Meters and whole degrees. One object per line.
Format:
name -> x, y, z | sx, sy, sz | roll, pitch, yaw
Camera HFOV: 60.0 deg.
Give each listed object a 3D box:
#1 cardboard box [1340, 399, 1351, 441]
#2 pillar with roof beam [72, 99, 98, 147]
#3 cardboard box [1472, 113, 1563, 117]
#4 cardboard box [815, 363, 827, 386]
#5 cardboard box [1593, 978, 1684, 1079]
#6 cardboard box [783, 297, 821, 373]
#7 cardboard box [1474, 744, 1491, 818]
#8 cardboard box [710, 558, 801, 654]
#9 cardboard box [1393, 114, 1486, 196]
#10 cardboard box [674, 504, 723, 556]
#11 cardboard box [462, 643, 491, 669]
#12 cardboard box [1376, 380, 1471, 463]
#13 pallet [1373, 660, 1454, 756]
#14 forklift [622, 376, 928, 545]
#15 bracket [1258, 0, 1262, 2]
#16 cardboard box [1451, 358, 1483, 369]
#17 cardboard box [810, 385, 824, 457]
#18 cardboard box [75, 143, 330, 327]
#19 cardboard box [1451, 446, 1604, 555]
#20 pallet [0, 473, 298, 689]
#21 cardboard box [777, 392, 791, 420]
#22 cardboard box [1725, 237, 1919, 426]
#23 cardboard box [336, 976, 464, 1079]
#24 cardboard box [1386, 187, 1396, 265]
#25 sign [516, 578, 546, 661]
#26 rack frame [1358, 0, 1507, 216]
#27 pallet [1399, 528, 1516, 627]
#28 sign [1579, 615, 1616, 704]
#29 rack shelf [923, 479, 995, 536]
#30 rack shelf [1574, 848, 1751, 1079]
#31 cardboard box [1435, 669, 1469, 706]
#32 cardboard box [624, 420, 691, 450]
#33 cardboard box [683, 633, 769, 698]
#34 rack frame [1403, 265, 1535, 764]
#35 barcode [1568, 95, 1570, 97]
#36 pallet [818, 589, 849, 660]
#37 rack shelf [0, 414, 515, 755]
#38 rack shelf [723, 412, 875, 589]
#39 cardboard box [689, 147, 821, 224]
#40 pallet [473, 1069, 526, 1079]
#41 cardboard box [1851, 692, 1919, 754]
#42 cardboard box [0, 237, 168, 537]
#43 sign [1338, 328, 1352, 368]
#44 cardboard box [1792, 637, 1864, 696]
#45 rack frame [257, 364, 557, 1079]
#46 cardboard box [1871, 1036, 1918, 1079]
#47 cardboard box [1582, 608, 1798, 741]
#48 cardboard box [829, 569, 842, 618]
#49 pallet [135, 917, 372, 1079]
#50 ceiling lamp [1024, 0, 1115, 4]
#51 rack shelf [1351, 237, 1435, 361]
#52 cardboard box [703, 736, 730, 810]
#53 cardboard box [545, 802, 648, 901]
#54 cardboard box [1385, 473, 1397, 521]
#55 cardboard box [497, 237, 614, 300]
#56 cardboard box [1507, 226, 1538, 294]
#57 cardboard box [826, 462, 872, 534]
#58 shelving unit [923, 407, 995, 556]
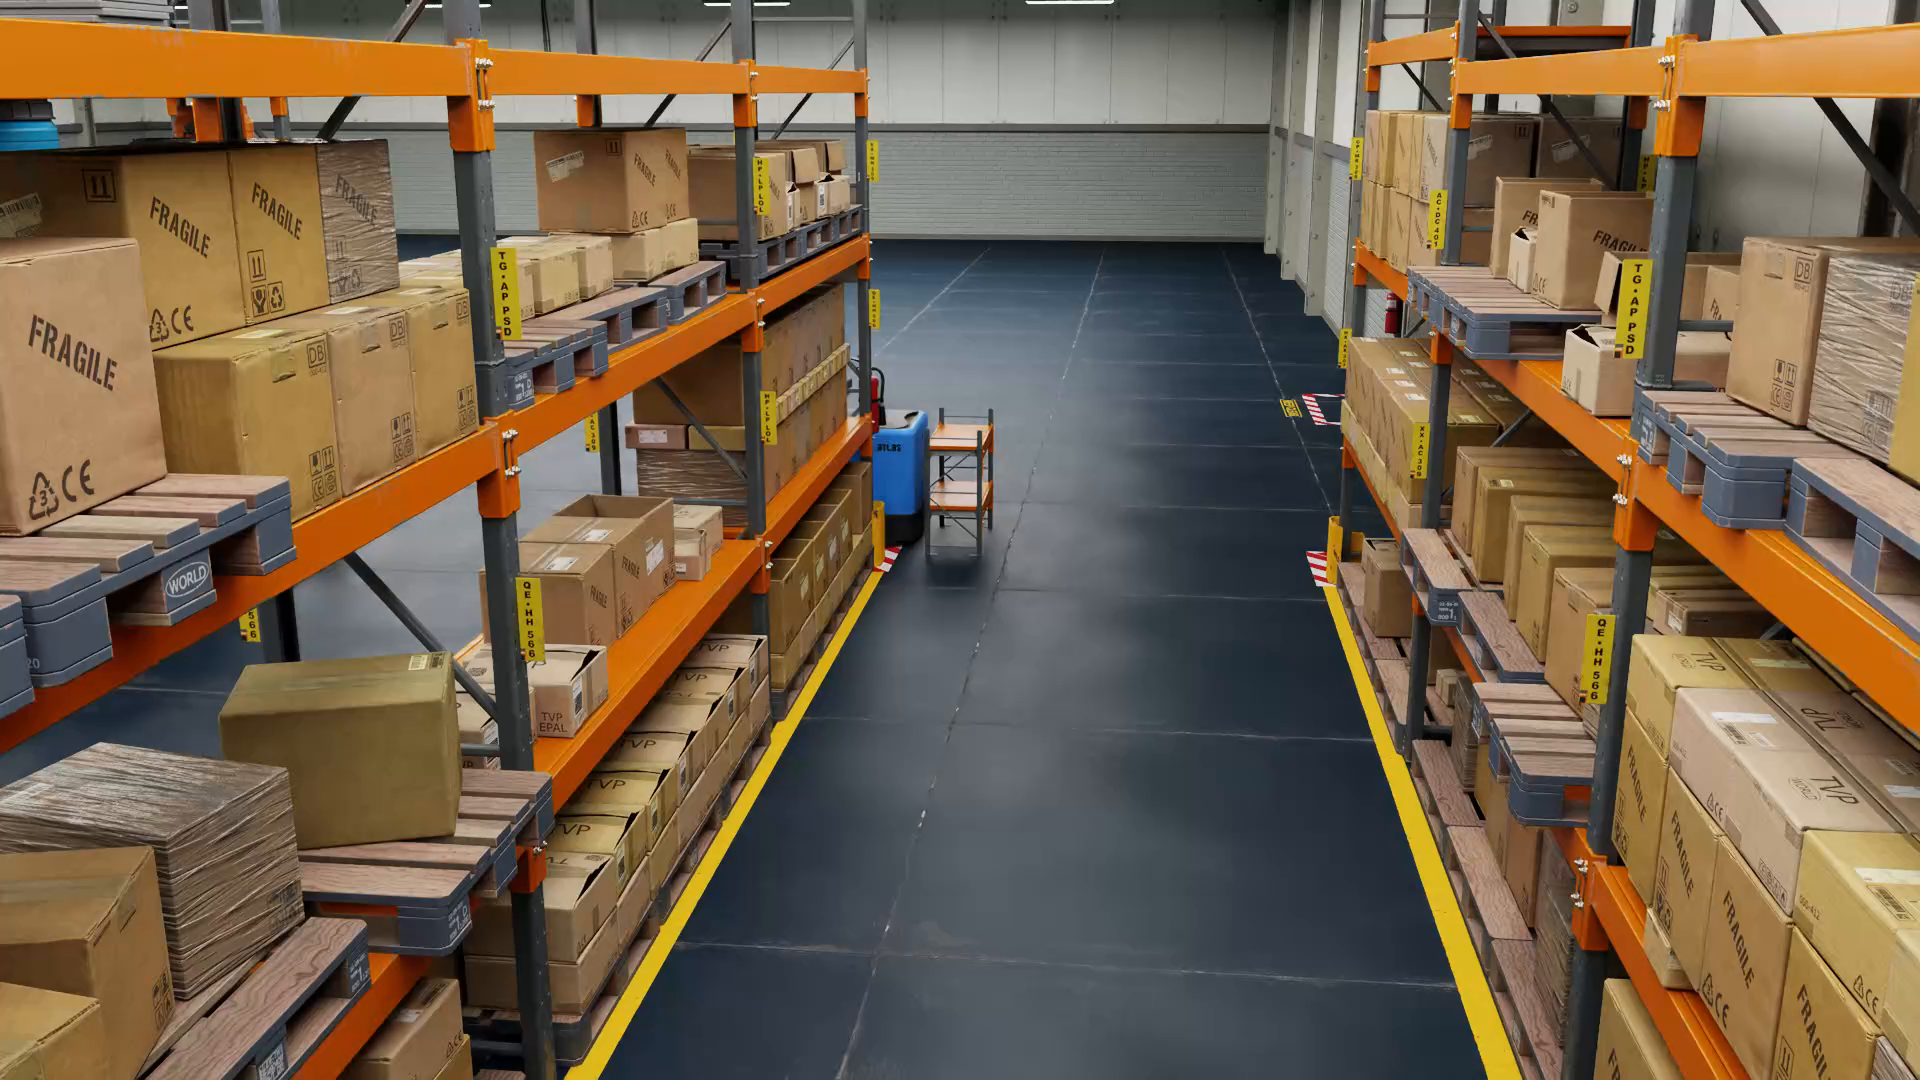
cardboard box -> 3.300, -0.943, 13.153 | 0.500, 0.250, 0.500 | 1, 15, 5
pillar with roof beam -> -19.185, -12.394, 43.758 | 9.100, 9.000, 0.548 | 2, 15, 6
cardboard box -> 3.689, -2.593, 11.113 | 0.500, 0.500, 0.500 | 2, 15, 6
cardboard box -> -1.223, -1.257, 12.631 | 0.380, 0.149, 0.250 | 2, 15, 8
cardboard box -> 2.554, 1.974, 5.430 | 0.750, 0.750, 0.750 | 1, 15, 6
cardboard box -> -1.433, -1.541, 12.437 | 0.700, 0.500, 0.500 | 2, 15, 6
cardboard box -> 3.144, 1.236, 8.792 | 0.700, 0.500, 0.500 | 1, 15, 5
cardboard box -> -1.340, 0.421, 10.885 | 0.500, 0.500, 0.500 | 2, 15, 6
cardboard box -> 3.106, -2.490, 10.734 | 0.500, 0.500, 0.500 | 1, 15, 4
cardboard box -> -1.716, -0.029, 9.811 | 0.500, 0.250, 0.500 | 3, 15, 10
cardboard box -> -2.067, 0.596, 7.694 | 0.380, 0.149, 0.250 | 3, 15, 10
cardboard box -> 3.083, -0.777, 11.100 | 0.500, 0.500, 0.500 | 1, 15, 5
pallet -> 3.260, 1.085, 10.744 | 1.003, 0.211, 1.213 | 2, 15, 6
forklift -> -1.842, -1.512, 15.138 | 3.031, 2.935, 1.130 | 2, 15, 6
bracket -> 7.798, -14.063, 43.035 | 0.235, 0.232, 0.430 | 2, 15, 6
cardboard box -> 3.708, -1.029, 12.035 | 0.500, 0.500, 0.500 | 1, 15, 5
cardboard box -> -1.434, -0.931, 12.666 | 0.700, 0.500, 0.500 | 2, 15, 7
cardboard box -> -2.268, -0.927, 4.990 | 0.500, 0.500, 0.500 | 2, 15, 6
cardboard box -> 3.128, -0.215, 9.177 | 0.700, 0.500, 0.500 | 2, 15, 6
pallet -> -2.349, 0.051, 3.841 | 1.213, 0.211, 1.003 | 2, 15, 6
cardboard box -> -1.367, -0.921, 11.387 | 0.380, 0.149, 0.250 | 1, 15, 4
cardboard box -> 2.771, -0.632, 4.971 | 0.700, 0.500, 0.500 | 1, 15, 2
cardboard box -> -2.029, 1.703, 5.626 | 0.500, 0.250, 0.500 | 2, 15, 8
cardboard box -> 3.194, -2.137, 11.342 | 0.500, 0.500, 0.500 | 3, 15, 10
sign -> -1.615, 0.300, 6.241 | 0.100, 0.325, 0.005 | 2, 15, 6
rack frame -> 3.670, -4.019, 12.786 | 1.000, 3.000, 0.127 | 2, 15, 6
pallet -> 2.988, 0.201, 9.040 | 1.003, 0.211, 1.213 | 2, 15, 6
sign -> 2.227, 0.418, 5.805 | 0.100, 0.325, 0.005 | 2, 15, 6
rack shelf -> -0.001, -0.305, 15.073 | 0.538, 0.278, 1.000 | 2, 15, 6
rack shelf -> 2.542, 1.818, 4.071 | 1.077, 0.370, 4.000 | 2, 15, 6
cardboard box -> 3.250, 0.930, 10.561 | 0.380, 0.166, 0.250 | 0, 15, -1
cardboard box -> -1.886, -0.669, 10.455 | 0.380, 0.149, 0.250 | 2, 15, 6
cardboard box -> -1.464, 0.737, 10.080 | 0.500, 0.311, 0.500 | 2, 15, 6
rack frame -> 3.219, -0.086, 9.732 | 1.000, 3.000, 0.127 | 2, 15, 6
barcode -> 3.803, -2.799, 10.379 | 0.001, 0.075, 0.075 | 2, 15, 6
pallet -> -1.437, 0.593, 12.564 | 1.003, 0.211, 1.213 | 2, 15, 6
rack shelf -> -2.380, 0.225, 4.216 | 1.077, 0.370, 4.000 | 2, 15, 6
rack shelf -> -1.478, -0.402, 12.281 | 1.077, 0.370, 4.000 | 2, 15, 6
cardboard box -> -1.392, -2.422, 11.356 | 0.797, 0.503, 0.637 | 3, 16, 12
pallet -> -2.277, 2.345, 6.084 | 1.003, 0.211, 1.213 | 2, 15, 6
cardboard box -> 2.912, 0.648, 4.784 | 0.500, 0.250, 0.500 | 1, 15, 4
cardboard box -> -2.328, -0.377, 3.877 | 0.600, 0.600, 0.600 | 1, 15, 4
sign -> 3.131, -1.557, 13.515 | 0.100, 0.325, 0.005 | 2, 15, 6
cardboard box -> 2.974, 0.514, 5.280 | 0.500, 0.250, 0.500 | 2, 15, 8
rack frame -> -2.155, 0.807, 6.432 | 1.000, 3.000, 0.127 | 2, 15, 6
cardboard box -> 2.231, 1.398, 3.446 | 0.500, 0.500, 0.500 | 2, 15, 6
cardboard box -> 2.811, 0.569, 6.277 | 0.700, 0.500, 0.500 | 0, 15, 0
cardboard box -> -1.176, 0.394, 12.423 | 0.500, 0.250, 0.500 | 2, 15, 6
pallet -> -2.370, 1.404, 4.591 | 1.003, 0.211, 1.213 | 2, 15, 6
ceiling lamp -> 2.471, -13.555, 36.867 | 2.000, 3.185, 0.800 | 2, 15, 6
rack shelf -> 3.445, -1.705, 11.353 | 1.077, 0.370, 4.000 | 2, 15, 6
cardboard box -> -1.578, 1.274, 9.167 | 0.500, 0.250, 0.500 | 2, 15, 8
cardboard box -> -1.753, 1.397, 7.638 | 0.500, 0.311, 0.500 | 1, 15, 5
cardboard box -> 3.036, -0.284, 10.714 | 0.500, 0.250, 0.500 | 2, 15, 7
cardboard box -> -1.980, -1.315, 8.014 | 0.500, 0.250, 0.500 | 0, 15, 2
cardboard box -> 3.008, -1.394, 8.191 | 0.500, 0.311, 0.500 | 2, 15, 8
cardboard box -> -1.017, -0.358, 13.764 | 0.500, 0.500, 0.500 | 2, 15, 6
shelving unit -> -0.001, -0.541, 15.009 | 0.538, 1.125, 1.048 | 2, 15, 6
